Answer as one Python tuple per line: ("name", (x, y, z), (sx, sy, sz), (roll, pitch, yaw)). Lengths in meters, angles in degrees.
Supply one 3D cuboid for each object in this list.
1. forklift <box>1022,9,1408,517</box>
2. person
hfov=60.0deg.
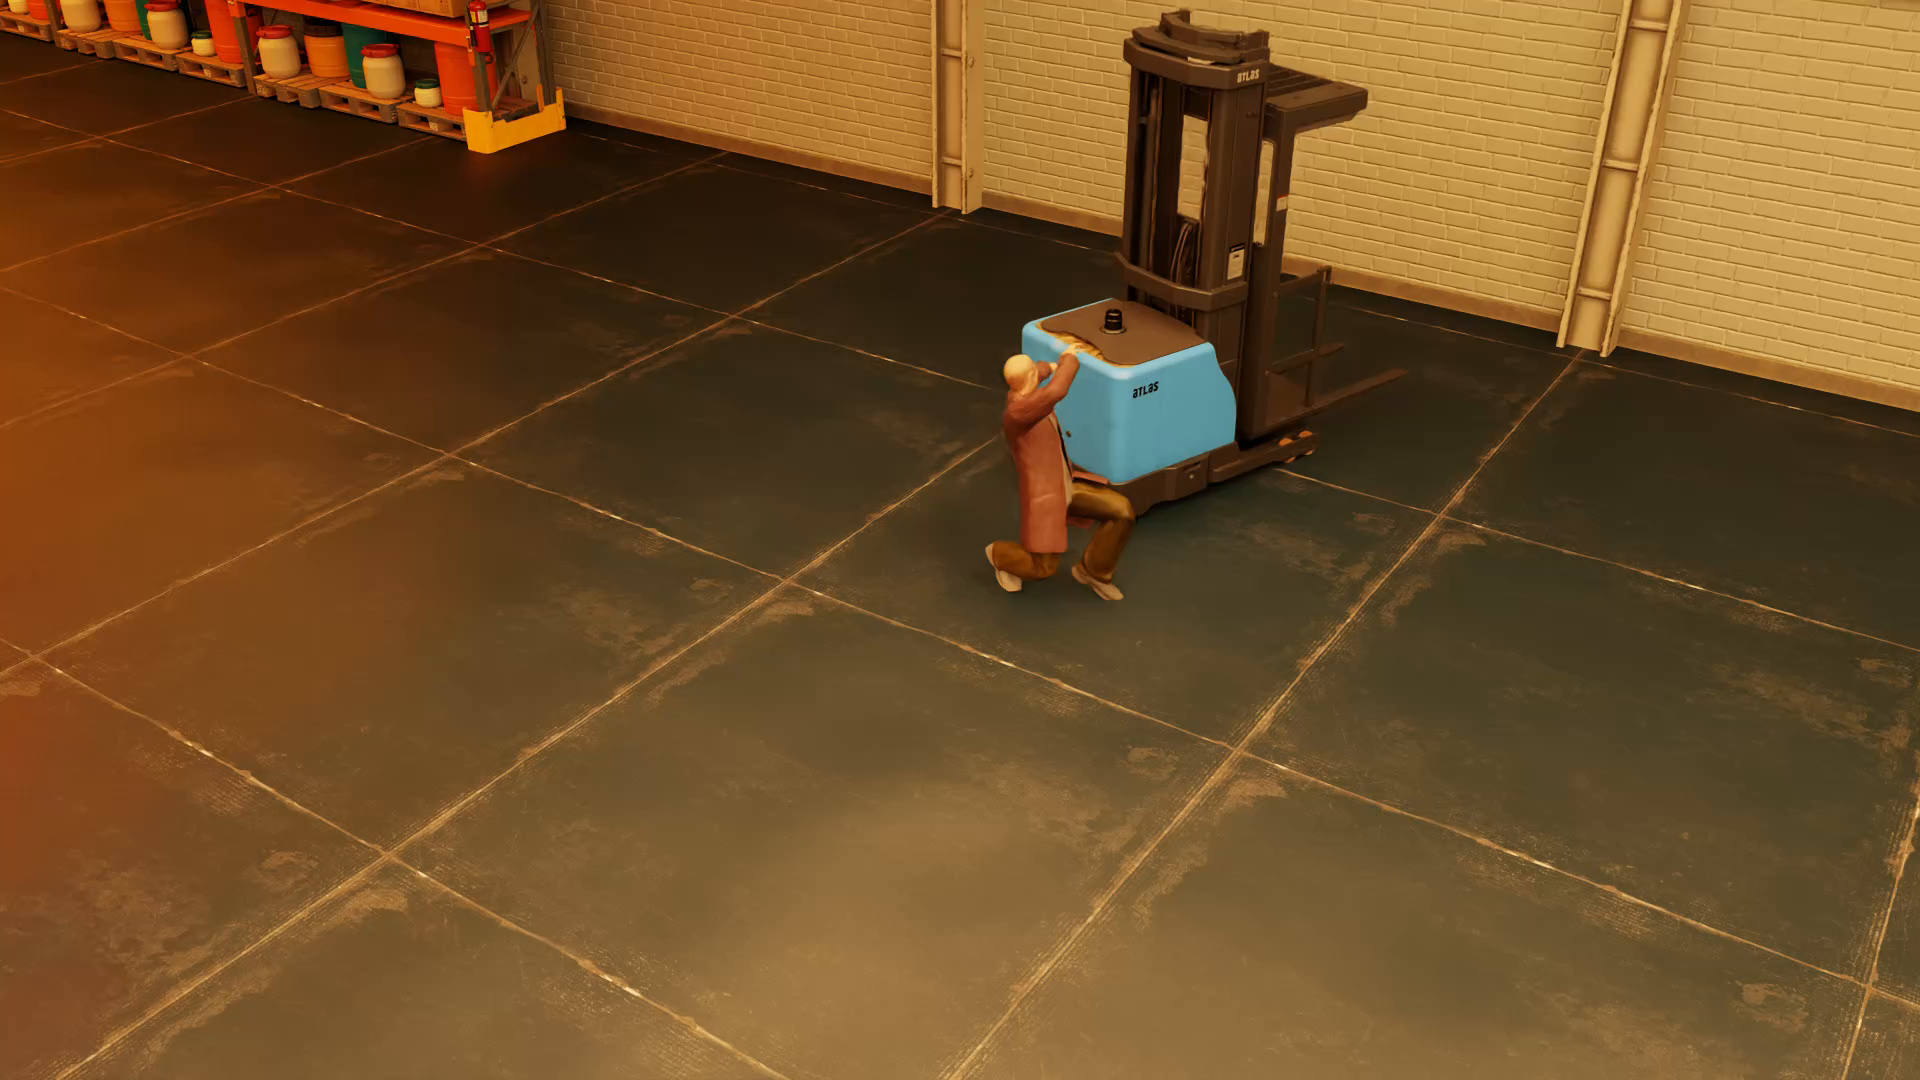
("forklift", (1.874, -1.991, 11.010), (3.031, 2.935, 1.130), (-20, 36, -31))
("person", (0.668, -0.460, 9.796), (0.930, 1.565, 1.153), (14, 33, 23))
